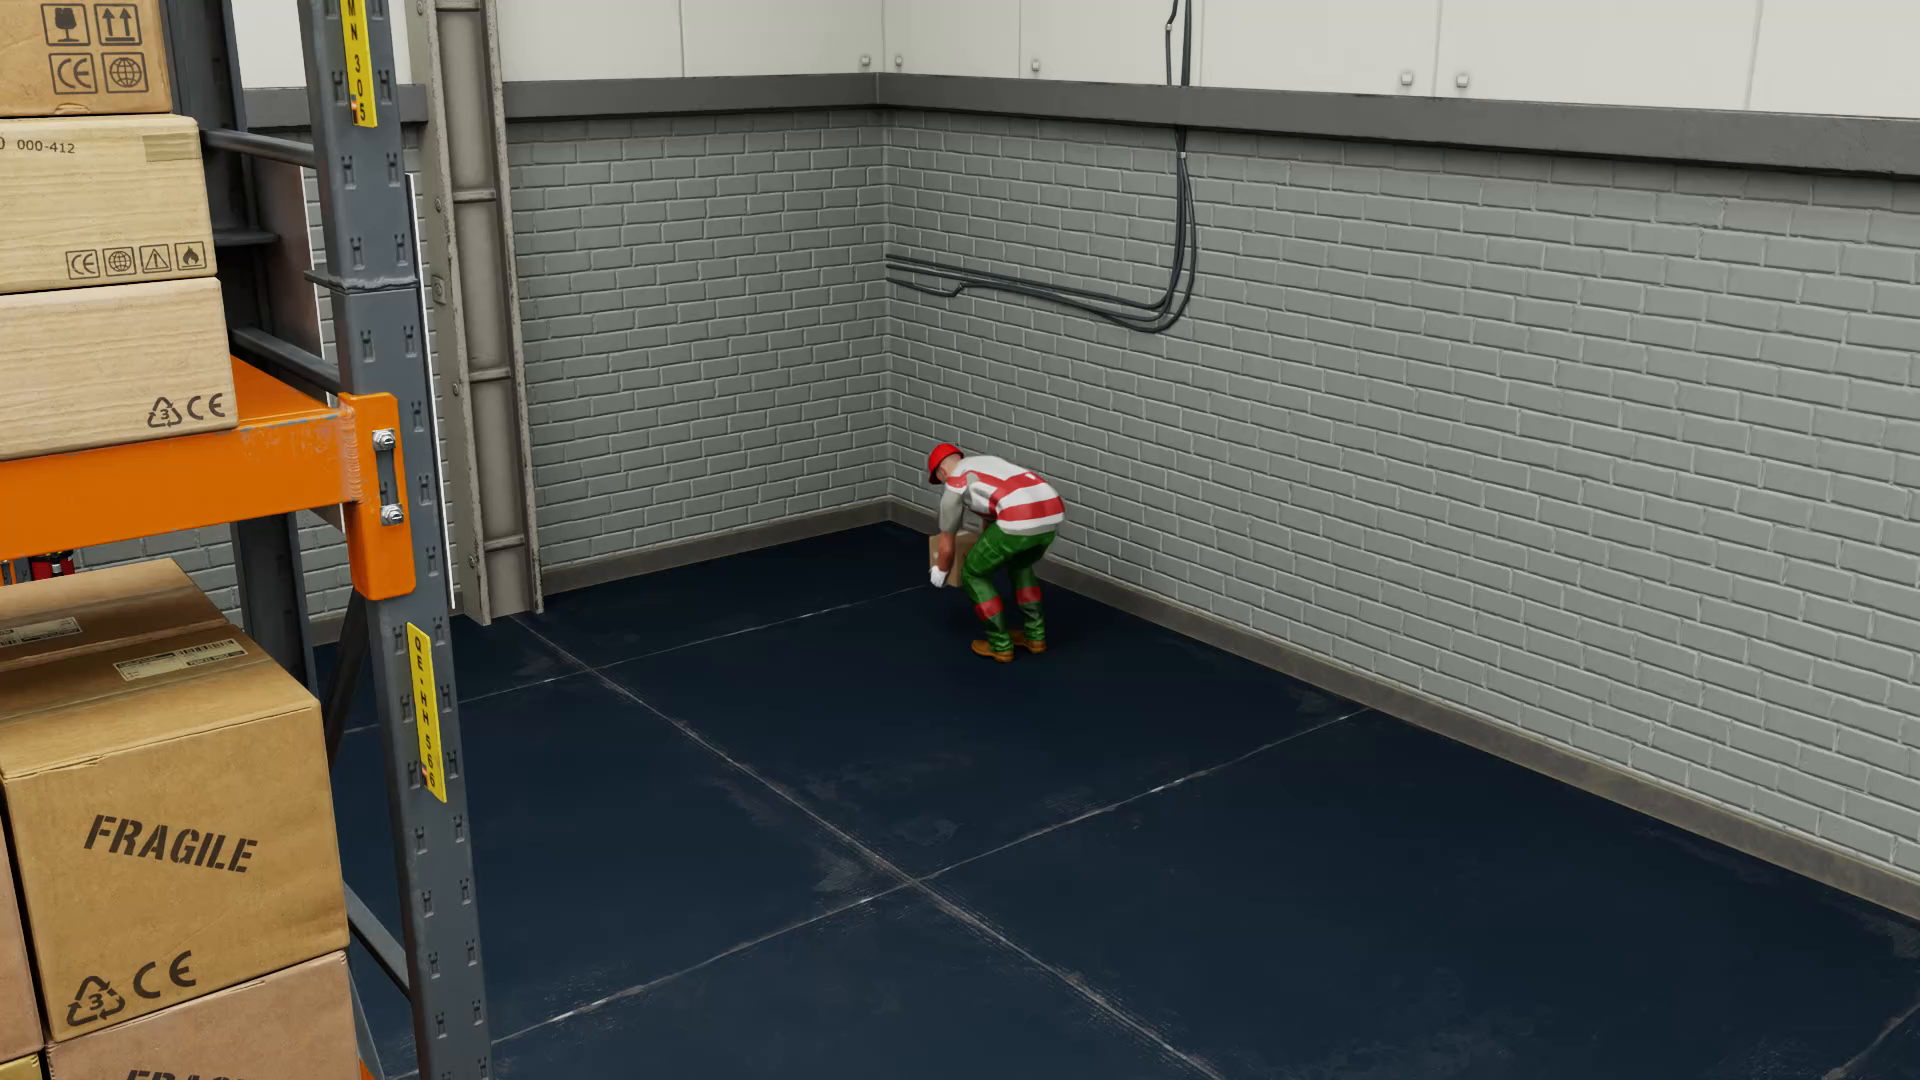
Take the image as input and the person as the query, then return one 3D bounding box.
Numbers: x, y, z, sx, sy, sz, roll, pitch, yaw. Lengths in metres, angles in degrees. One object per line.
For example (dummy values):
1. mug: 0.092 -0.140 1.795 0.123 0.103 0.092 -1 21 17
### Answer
1. person: 0.166 0.059 9.443 0.525 1.111 0.954 -15 23 -39
